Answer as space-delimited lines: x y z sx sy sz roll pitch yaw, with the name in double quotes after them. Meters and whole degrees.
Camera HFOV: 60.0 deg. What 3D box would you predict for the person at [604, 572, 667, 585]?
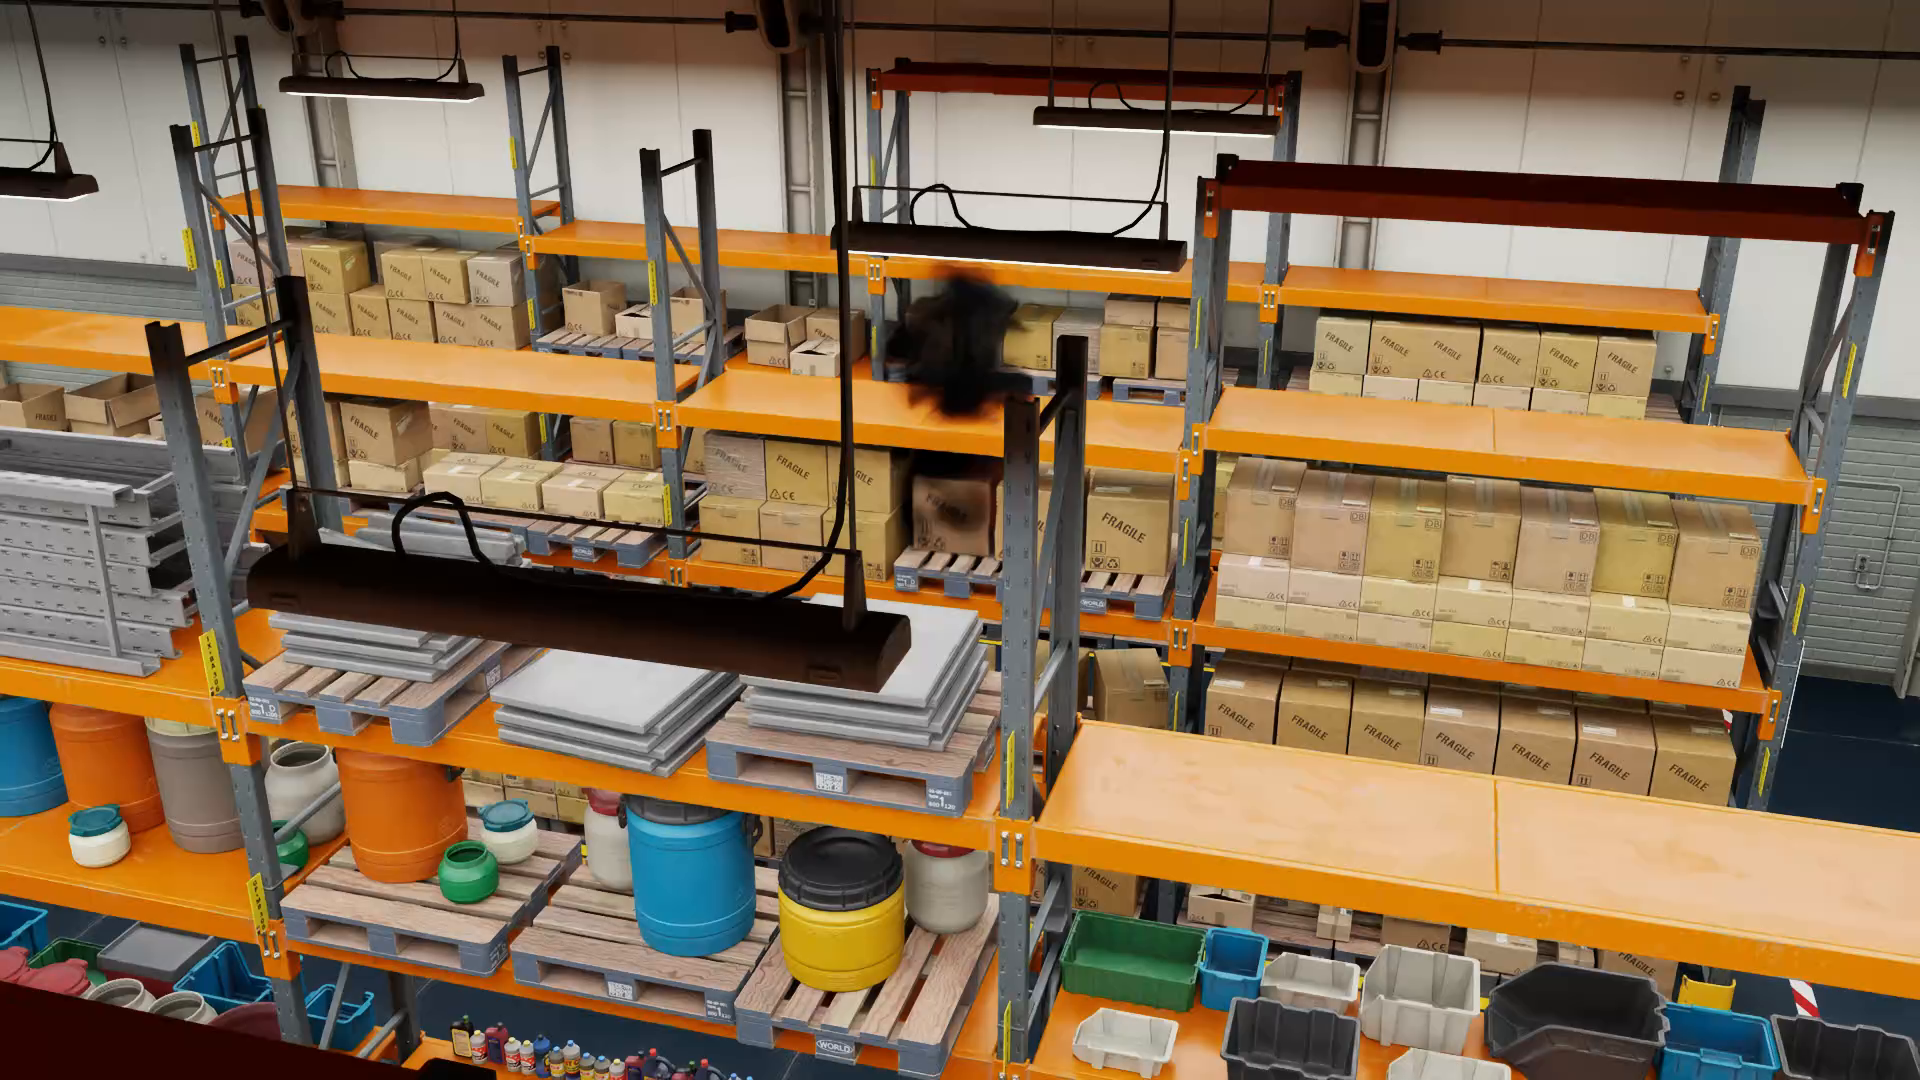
-3.195 0.683 16.853 0.789 1.837 0.630 4 23 10 "person"
